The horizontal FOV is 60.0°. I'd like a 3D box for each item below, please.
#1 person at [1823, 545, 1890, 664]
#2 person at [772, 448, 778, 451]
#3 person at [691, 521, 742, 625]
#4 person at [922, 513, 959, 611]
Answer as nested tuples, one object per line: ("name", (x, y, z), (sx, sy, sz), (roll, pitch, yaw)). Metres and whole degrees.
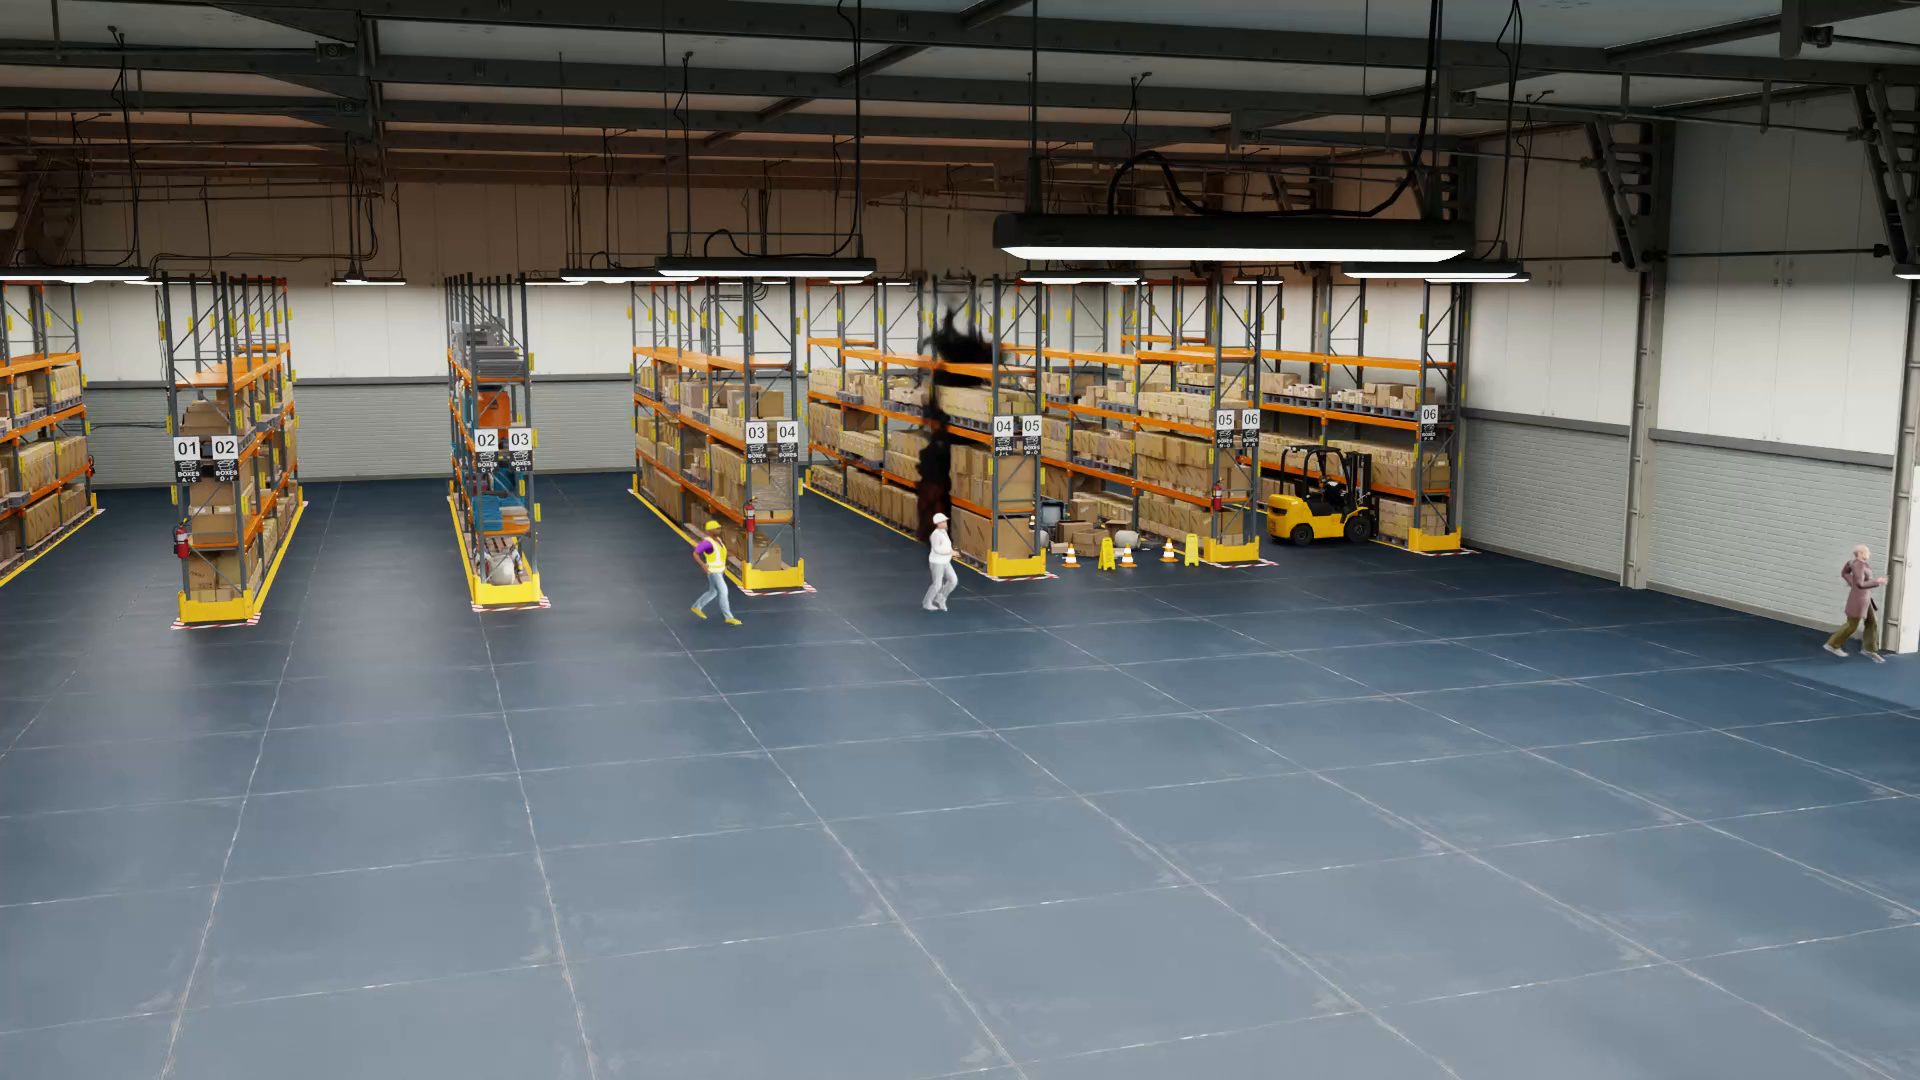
("person", (13.851, 0.976, 25.651), (0.861, 1.829, 0.693), (6, 10, 34))
("person", (-5.469, -2.234, 47.437), (0.650, 1.686, 0.681), (0, 9, -3))
("person", (-4.175, 0.545, 28.443), (0.958, 1.759, 0.699), (2, 9, 12))
("person", (-0.328, 0.414, 29.584), (0.702, 1.801, 0.672), (3, 9, 20))
